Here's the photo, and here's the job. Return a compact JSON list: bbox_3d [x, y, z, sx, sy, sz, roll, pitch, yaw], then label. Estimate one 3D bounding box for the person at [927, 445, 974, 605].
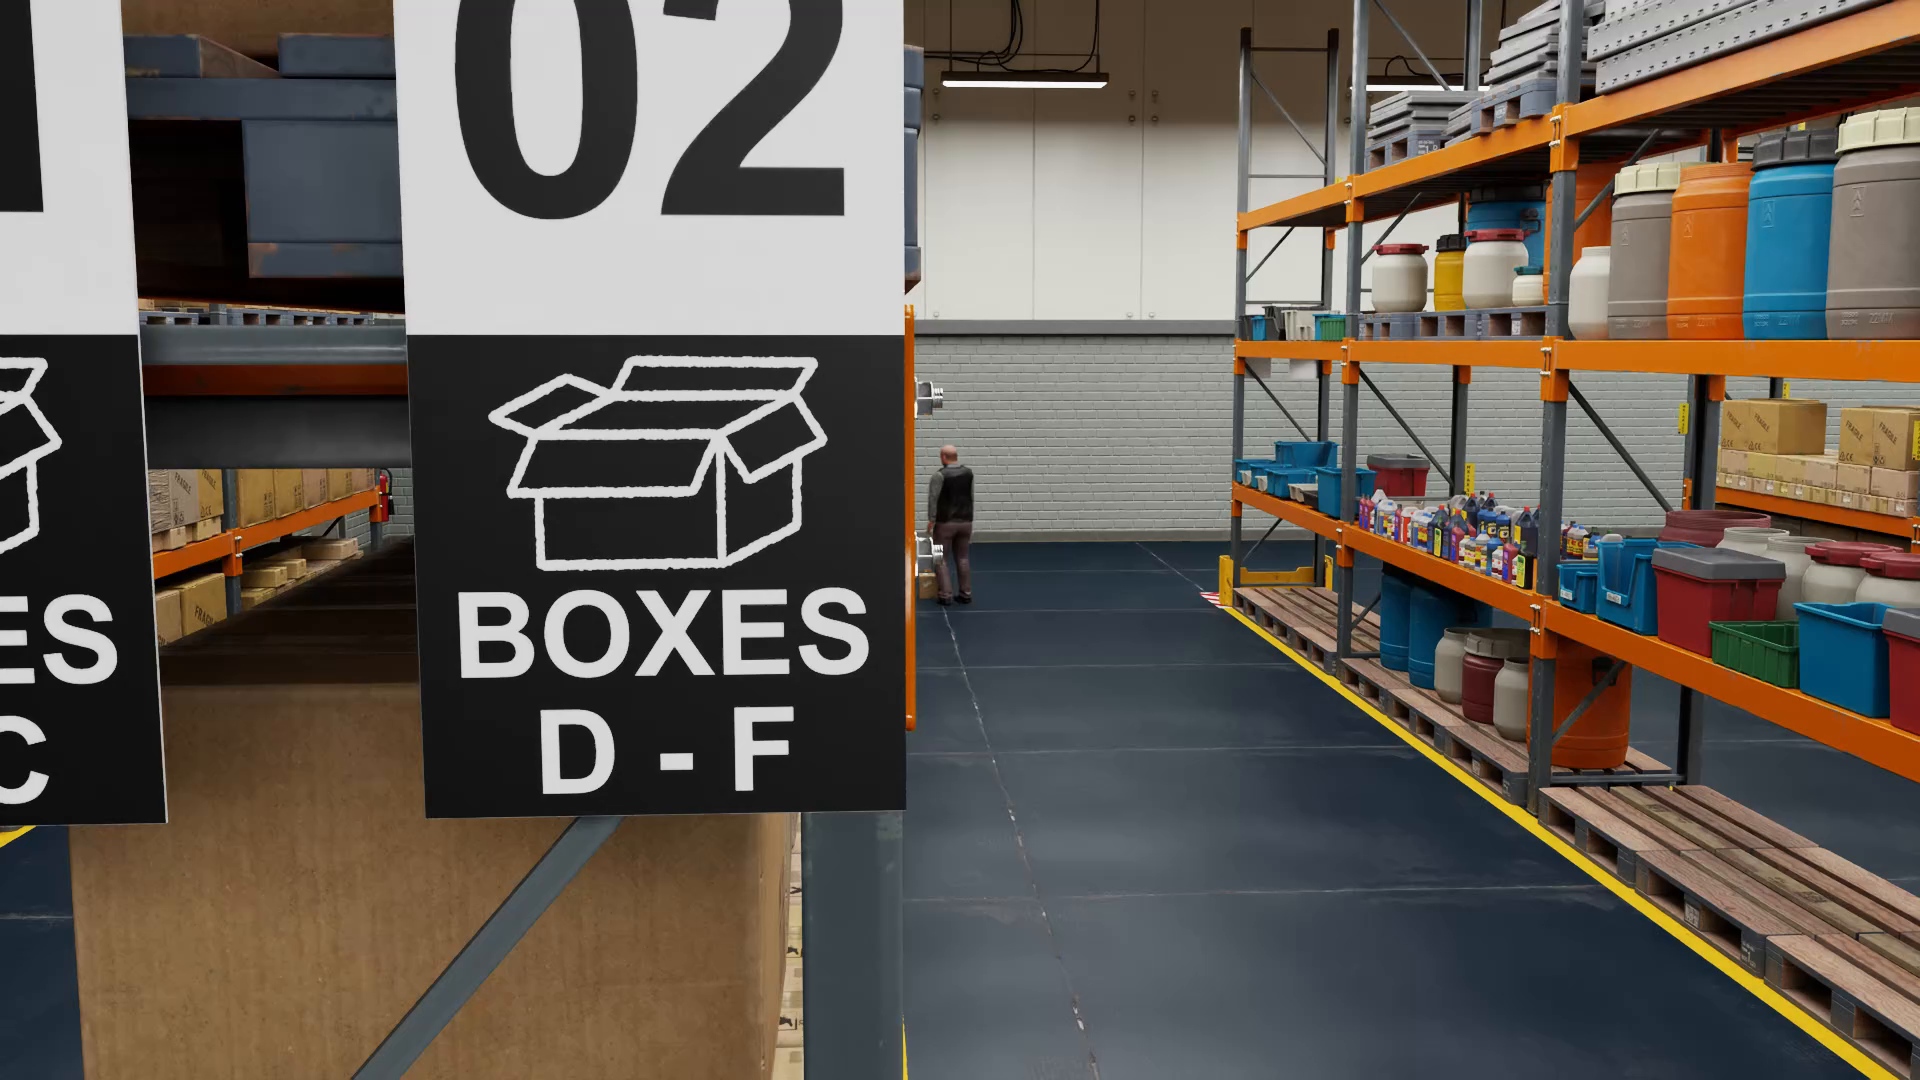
[{"bbox_3d":[-0.097,-0.158,17.797,0.543,1.705,0.372,-4,8,-29],"label":"person"}]
